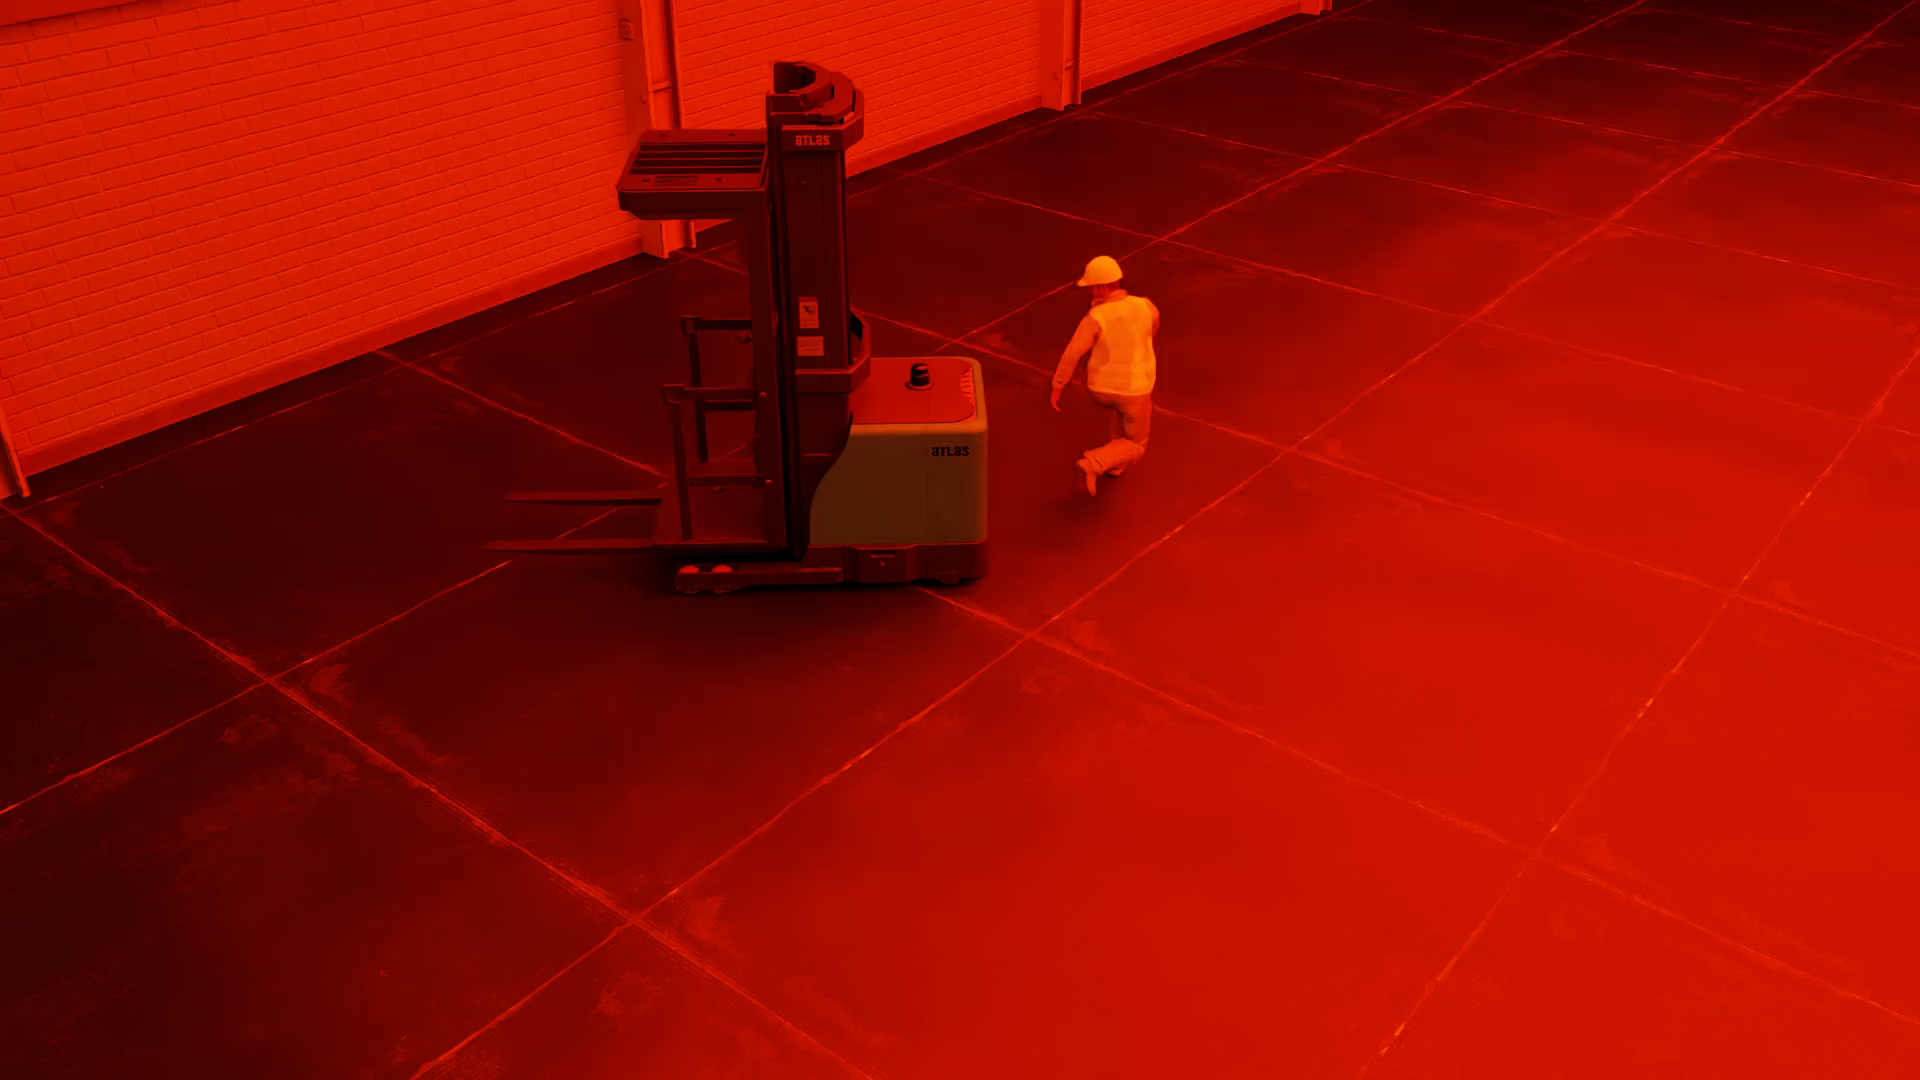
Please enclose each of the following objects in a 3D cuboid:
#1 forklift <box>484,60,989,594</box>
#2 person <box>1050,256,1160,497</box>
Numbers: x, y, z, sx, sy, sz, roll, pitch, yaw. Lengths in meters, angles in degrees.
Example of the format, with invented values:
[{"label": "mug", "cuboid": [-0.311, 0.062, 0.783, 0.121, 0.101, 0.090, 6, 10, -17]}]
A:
[{"label": "forklift", "cuboid": [-1.355, -1.215, 9.674, 3.031, 2.935, 1.130, -1, 30, -2]}, {"label": "person", "cuboid": [0.957, -1.069, 10.847, 0.626, 1.552, 0.867, 12, 32, 19]}]
